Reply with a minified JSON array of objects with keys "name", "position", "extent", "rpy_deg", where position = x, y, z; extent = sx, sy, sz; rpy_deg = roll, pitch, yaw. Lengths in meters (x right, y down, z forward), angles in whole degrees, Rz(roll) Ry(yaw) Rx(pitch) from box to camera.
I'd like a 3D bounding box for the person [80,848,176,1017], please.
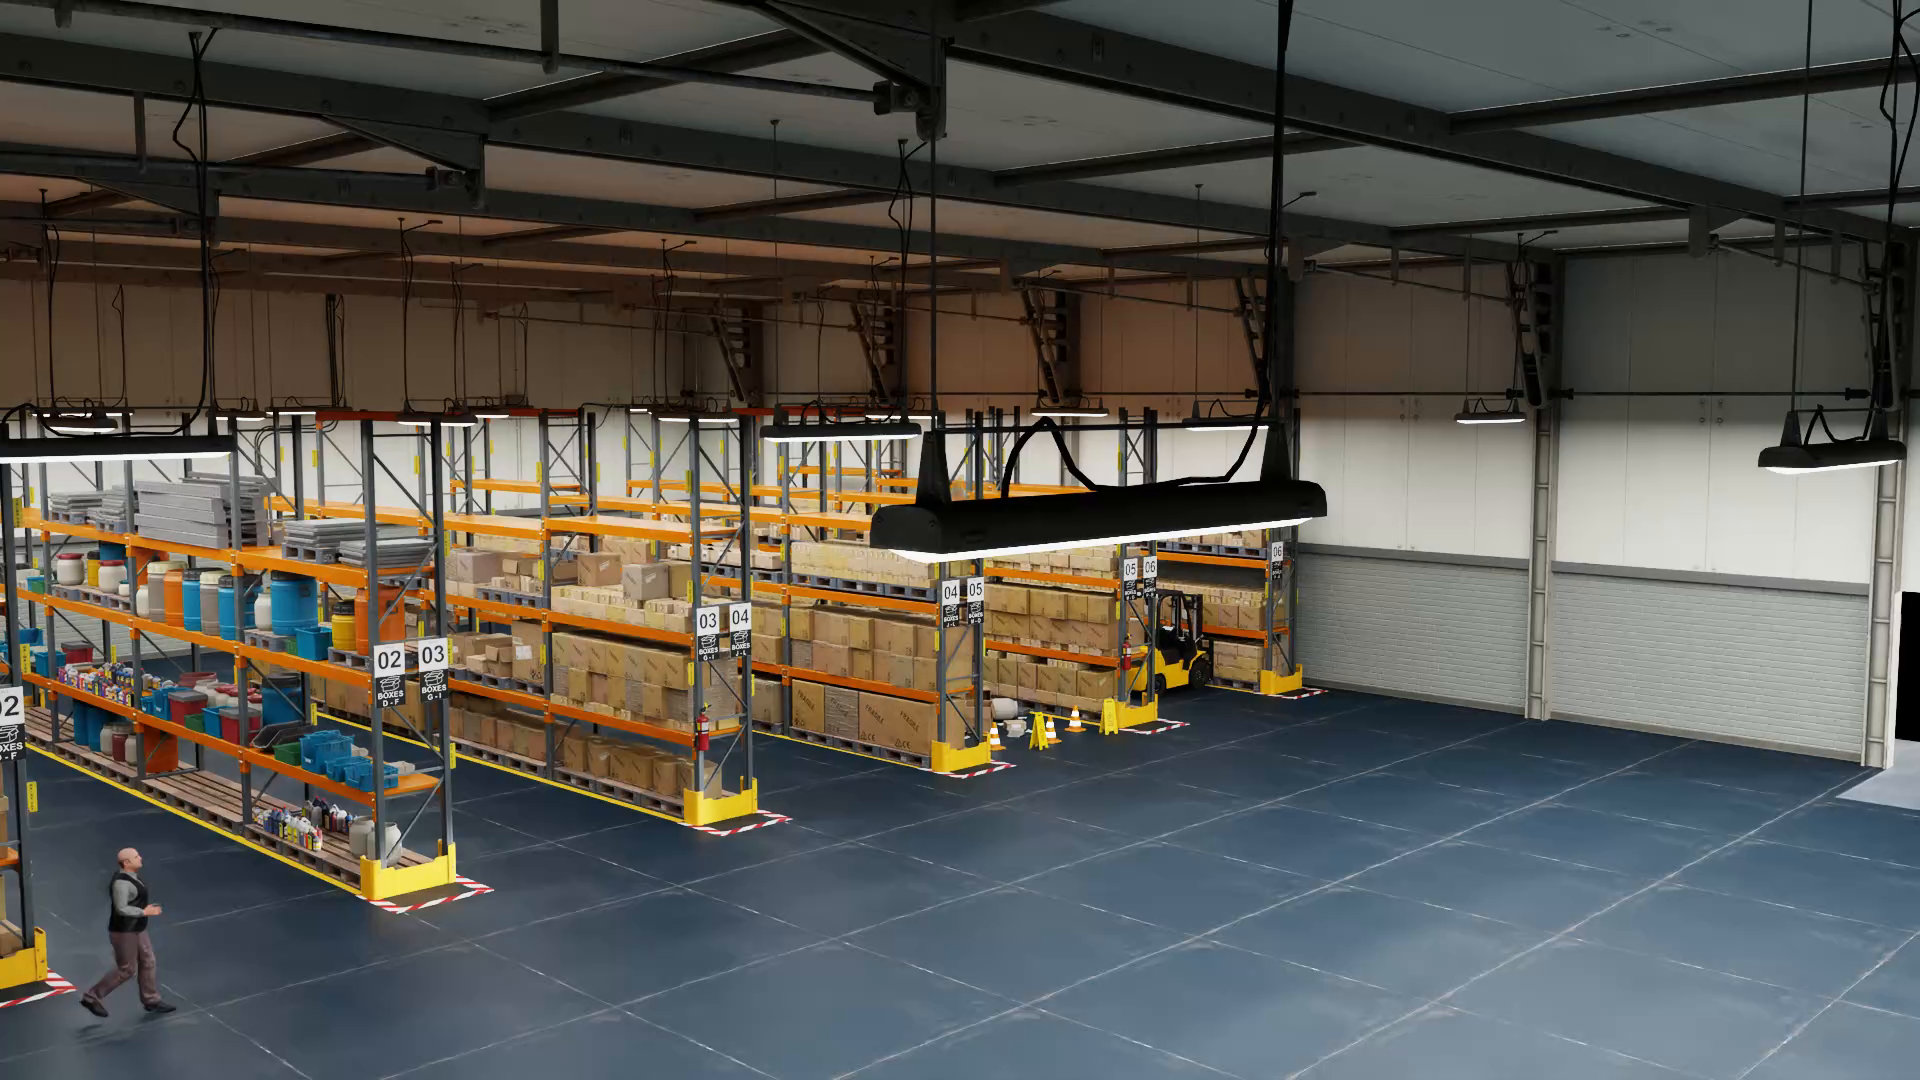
[{"name":"person","position":[-8.450,3.981,16.848],"extent":[0.849,1.743,0.681],"rpy_deg":[-2,5,-18]}]
